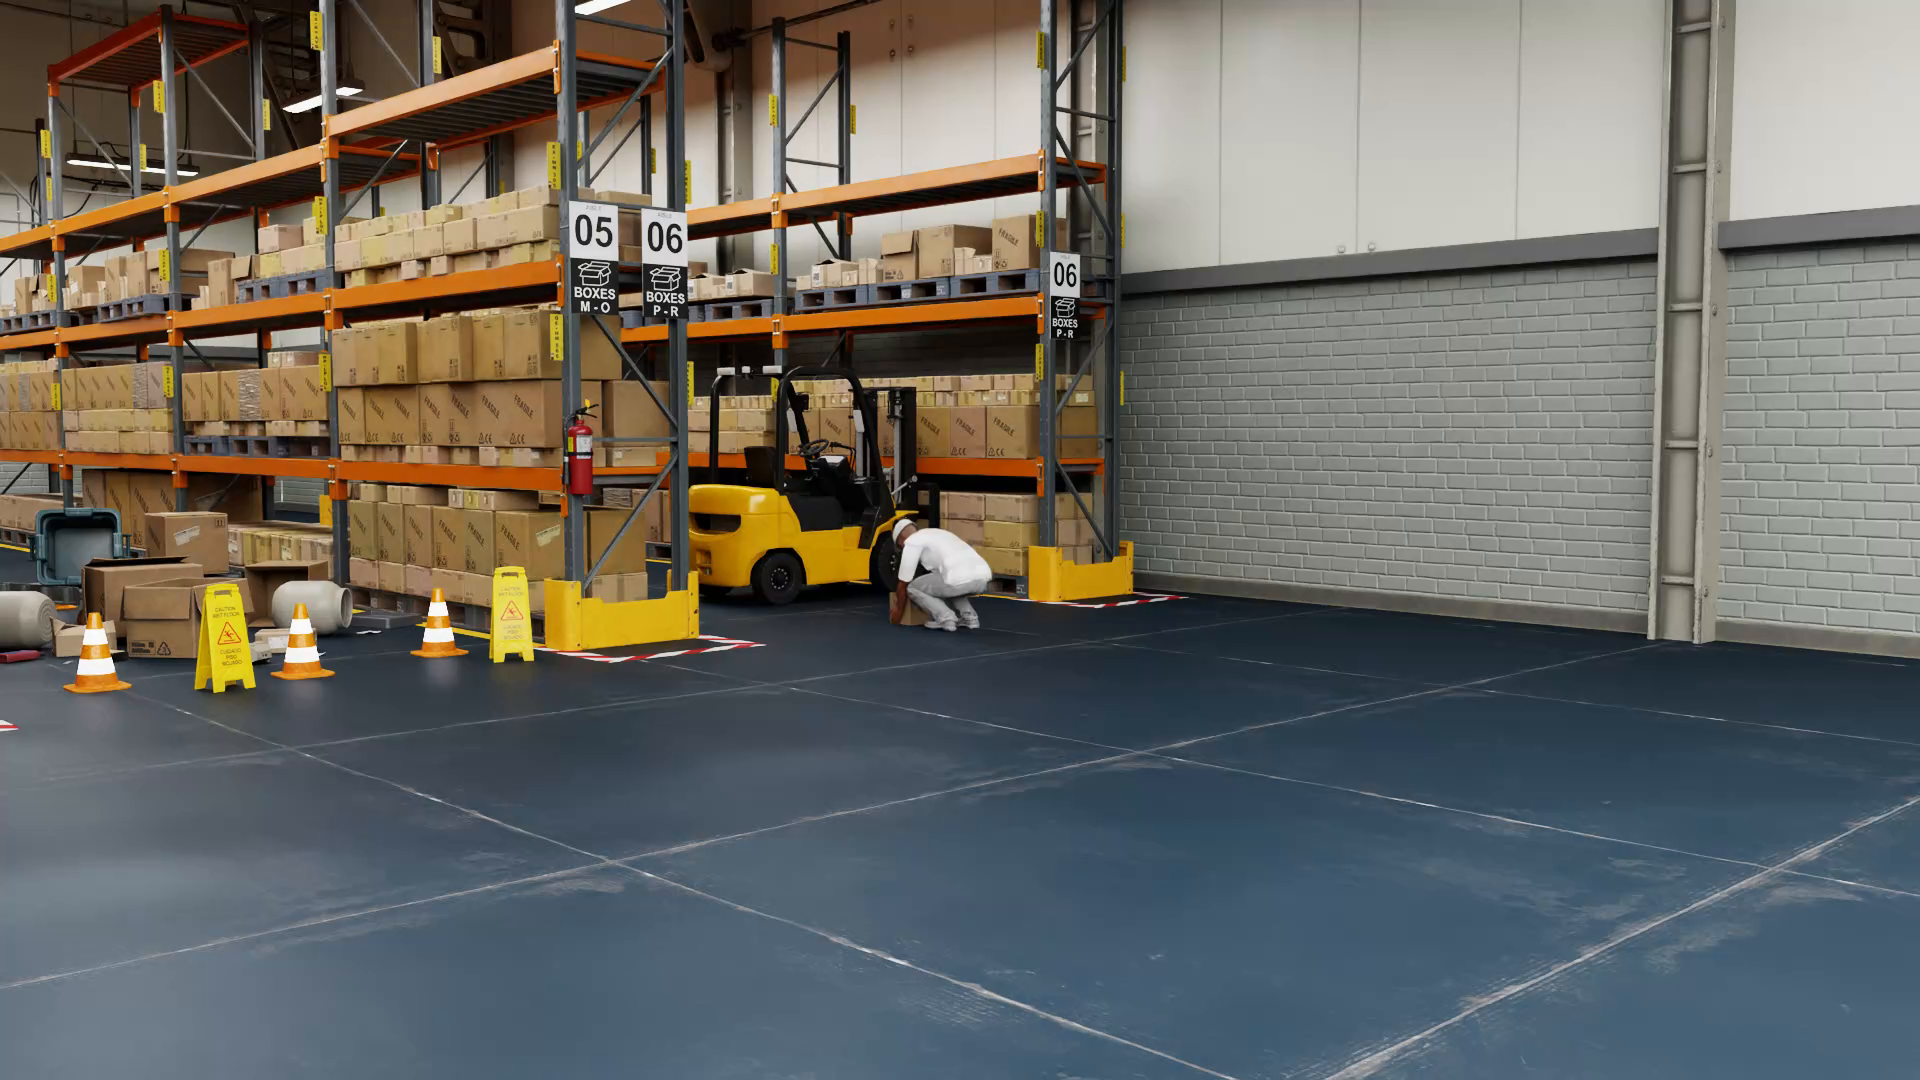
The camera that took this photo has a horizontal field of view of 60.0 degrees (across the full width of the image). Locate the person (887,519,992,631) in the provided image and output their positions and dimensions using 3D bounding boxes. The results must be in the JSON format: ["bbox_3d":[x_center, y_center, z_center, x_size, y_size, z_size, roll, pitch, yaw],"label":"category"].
[{"bbox_3d":[-0.187,0.289,13.320,0.560,0.892,0.901,-4,5,-44],"label":"person"}]
